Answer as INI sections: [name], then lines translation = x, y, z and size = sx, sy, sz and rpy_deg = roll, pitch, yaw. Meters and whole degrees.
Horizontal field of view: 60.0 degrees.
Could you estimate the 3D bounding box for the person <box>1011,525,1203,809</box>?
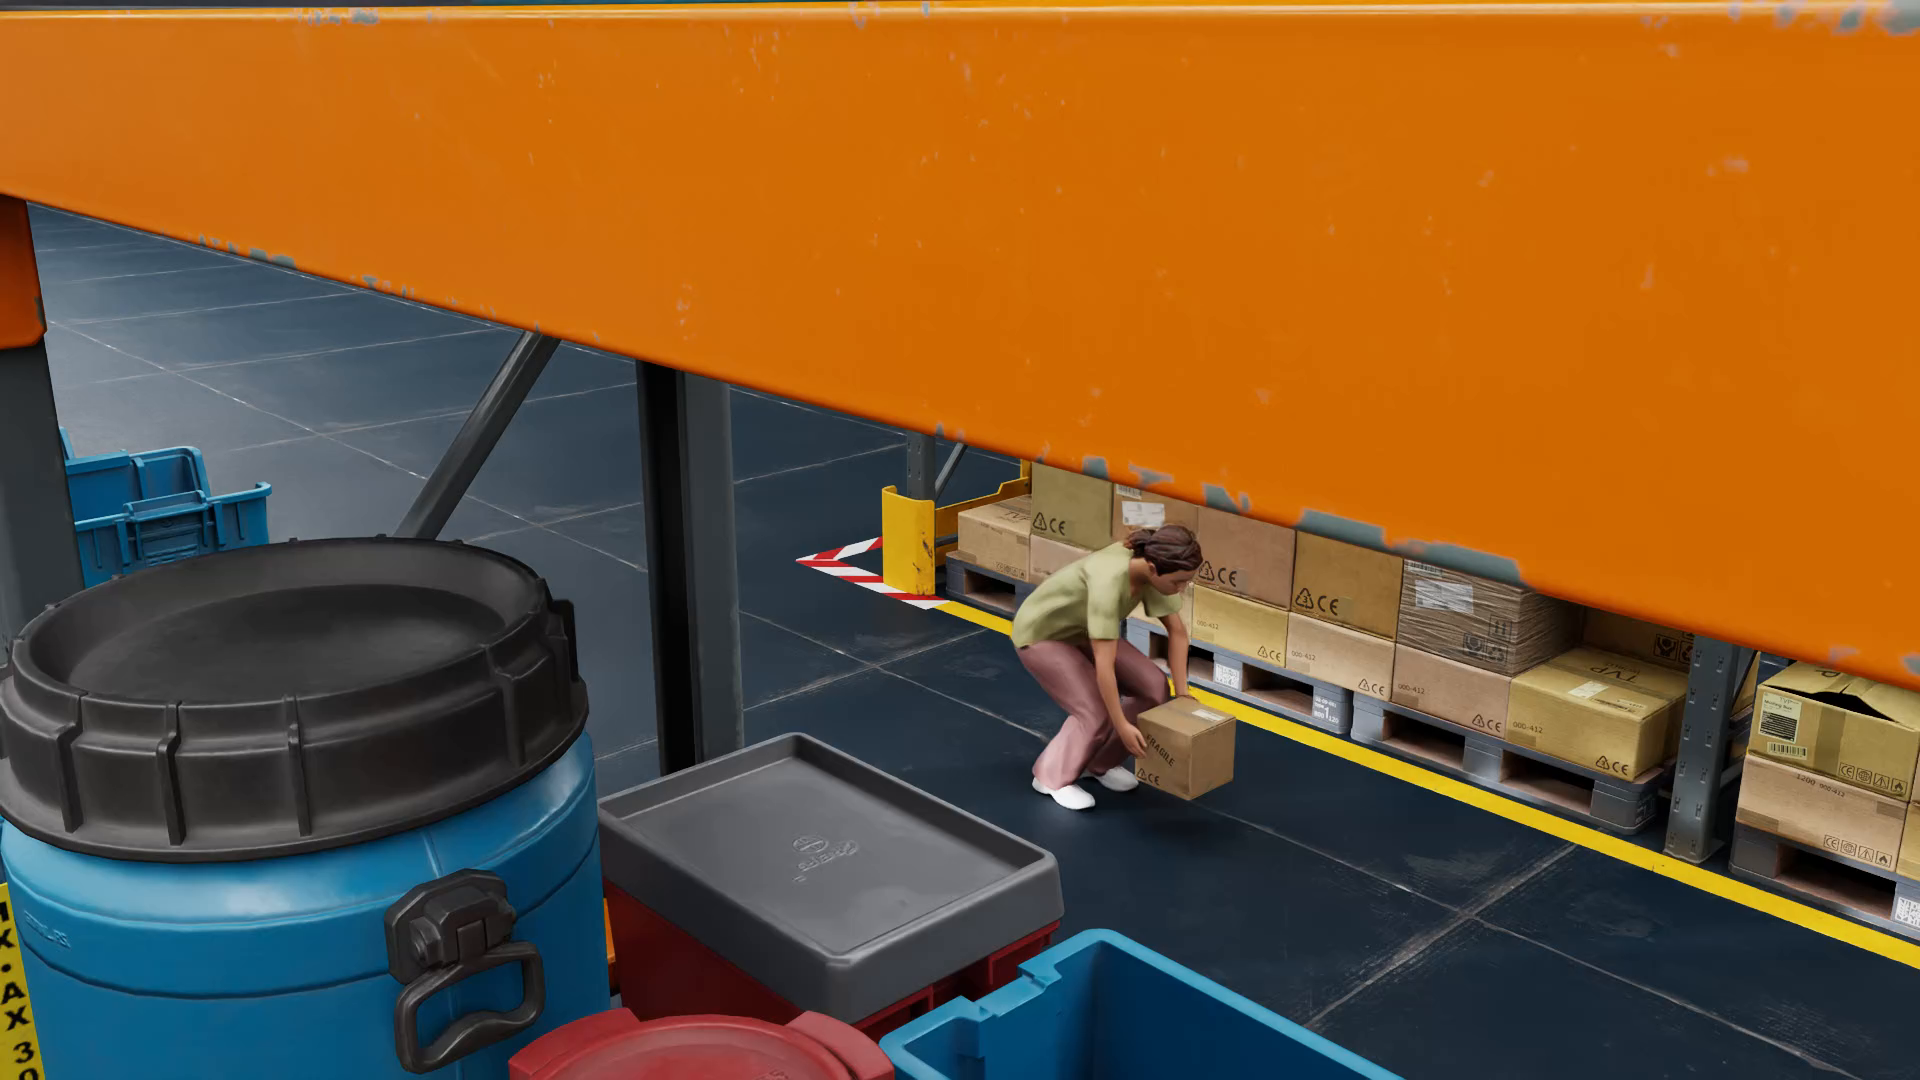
[person]
translation = 0.553, 0.427, 6.127
size = 0.503, 1.116, 0.747
rpy_deg = -16, 23, -41
